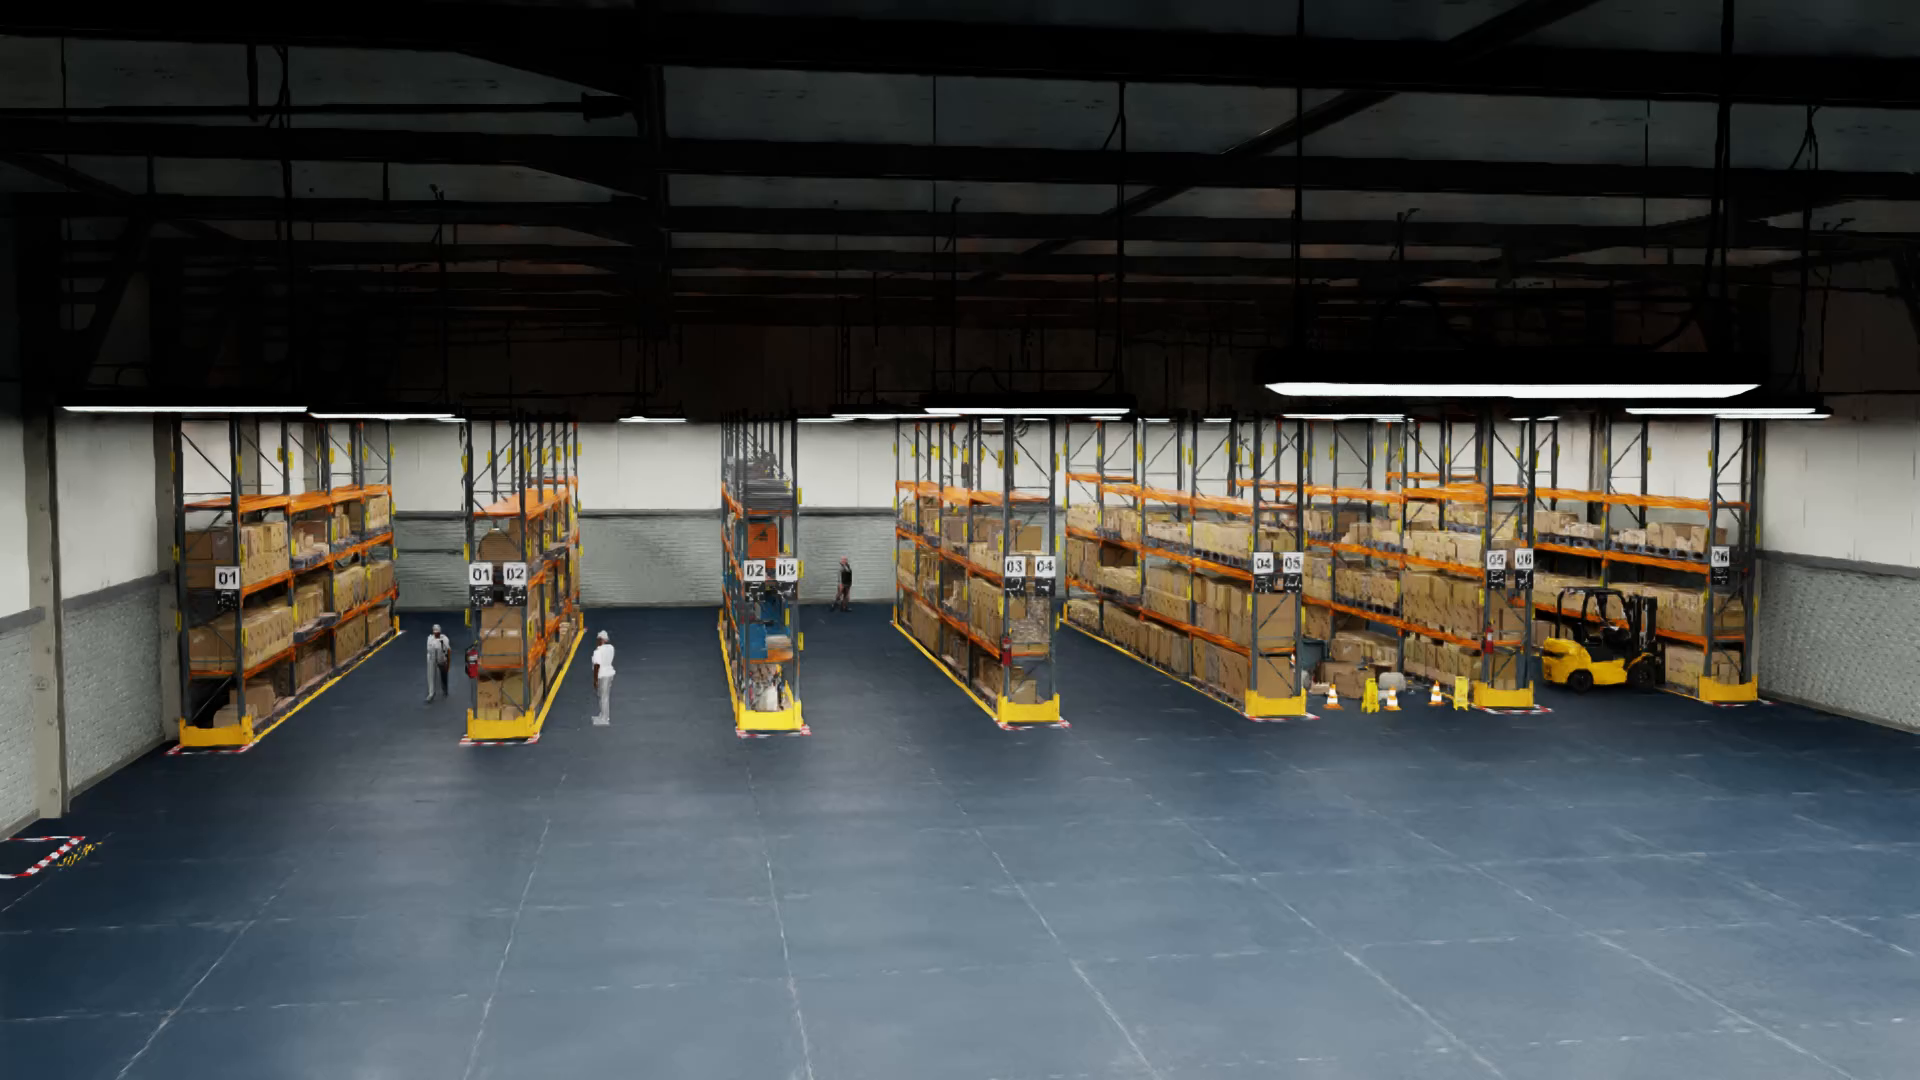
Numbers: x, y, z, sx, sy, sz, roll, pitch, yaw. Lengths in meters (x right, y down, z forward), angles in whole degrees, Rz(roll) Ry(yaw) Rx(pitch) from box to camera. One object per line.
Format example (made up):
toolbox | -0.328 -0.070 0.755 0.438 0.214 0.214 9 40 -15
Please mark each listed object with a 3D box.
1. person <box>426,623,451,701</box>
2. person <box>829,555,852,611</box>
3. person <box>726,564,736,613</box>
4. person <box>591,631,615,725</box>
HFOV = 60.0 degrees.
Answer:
person | -10.820 2.511 34.515 0.481 1.583 1.093 -1 4 -12
person | -3.651 1.329 50.823 0.512 1.713 0.722 3 5 36
person | -6.572 1.475 48.117 0.533 1.758 0.723 2 4 25
person | -6.858 2.611 31.747 0.497 1.765 0.625 2 4 21
